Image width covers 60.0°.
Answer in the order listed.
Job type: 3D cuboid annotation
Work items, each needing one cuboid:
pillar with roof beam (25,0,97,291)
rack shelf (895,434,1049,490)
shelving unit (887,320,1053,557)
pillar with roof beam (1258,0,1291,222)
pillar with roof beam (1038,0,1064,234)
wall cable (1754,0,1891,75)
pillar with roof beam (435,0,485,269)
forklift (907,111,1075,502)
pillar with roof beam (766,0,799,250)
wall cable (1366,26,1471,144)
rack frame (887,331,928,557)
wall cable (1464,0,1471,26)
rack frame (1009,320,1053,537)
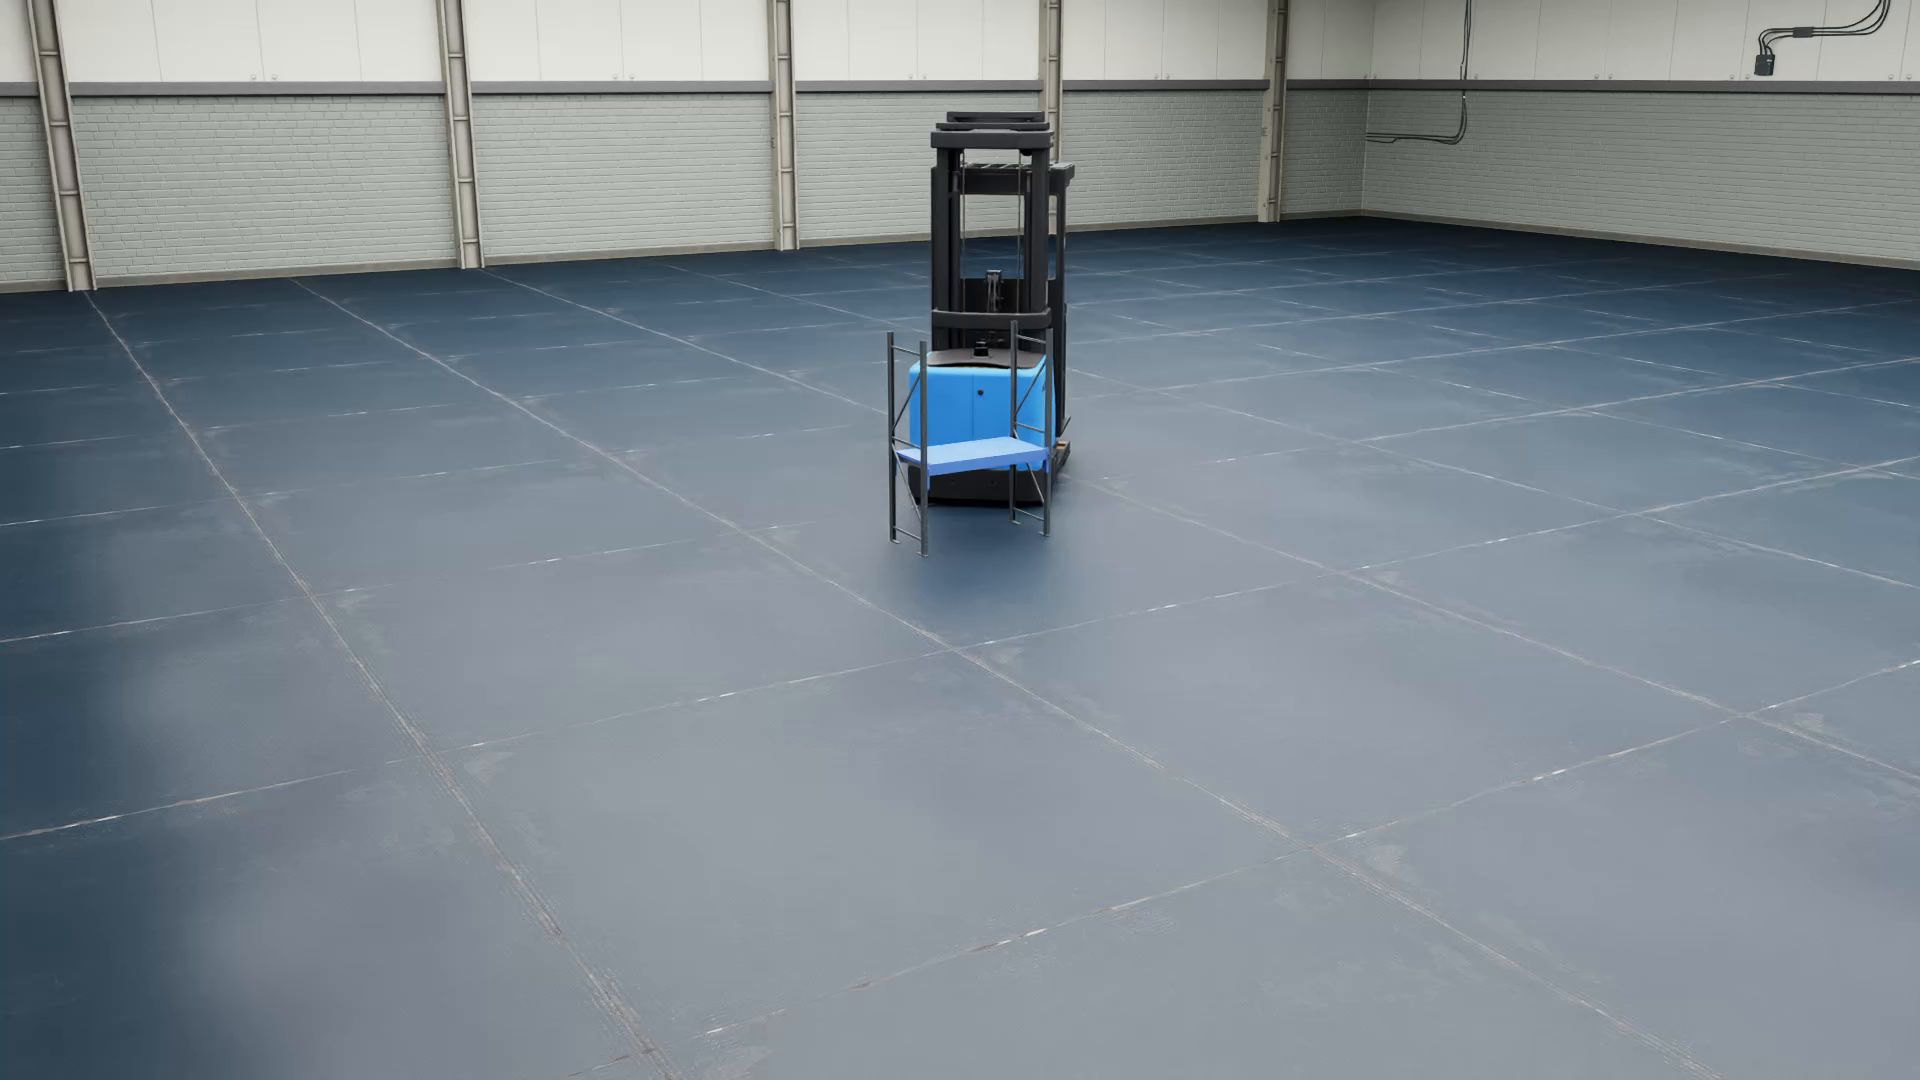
[{"bbox_3d":[-11.374,-7.216,20.979,0.400,9.000,9.100,-9,18,-30],"label":"pillar with roof beam"},{"bbox_3d":[0.073,-0.561,11.798,1.000,0.185,0.538,-9,18,-30],"label":"rack shelf"},{"bbox_3d":[0.073,-0.734,11.750,1.048,1.500,0.538,-9,18,-30],"label":"shelving unit"},{"bbox_3d":[9.199,-10.552,32.880,0.400,9.000,9.100,-9,18,-30],"label":"pillar with roof beam"},{"bbox_3d":[4.056,-9.718,29.905,0.400,9.000,9.100,-9,18,-30],"label":"pillar with roof beam"},{"bbox_3d":[15.064,-11.090,28.500,0.169,6.003,2.305,-9,18,-30],"label":"wall cable"},{"bbox_3d":[-6.230,-8.050,23.954,0.400,9.000,9.100,-9,18,-30],"label":"pillar with roof beam"},{"bbox_3d":[0.349,-2.056,13.814,1.130,2.935,3.031,3,16,9],"label":"forklift"},{"bbox_3d":[-1.087,-8.884,26.930,0.400,9.000,9.100,-9,18,-30],"label":"pillar with roof beam"},{"bbox_3d":[10.188,-10.156,37.222,0.112,2.526,3.097,-9,18,-30],"label":"wall cable"},{"bbox_3d":[-0.363,-0.663,11.498,0.032,1.500,0.500,-9,18,-30],"label":"rack frame"},{"bbox_3d":[11.581,-11.962,34.307,0.112,2.526,3.097,-9,18,-30],"label":"wall cable"},{"bbox_3d":[0.509,-0.805,12.002,0.032,1.500,0.500,-9,18,-30],"label":"rack frame"}]
